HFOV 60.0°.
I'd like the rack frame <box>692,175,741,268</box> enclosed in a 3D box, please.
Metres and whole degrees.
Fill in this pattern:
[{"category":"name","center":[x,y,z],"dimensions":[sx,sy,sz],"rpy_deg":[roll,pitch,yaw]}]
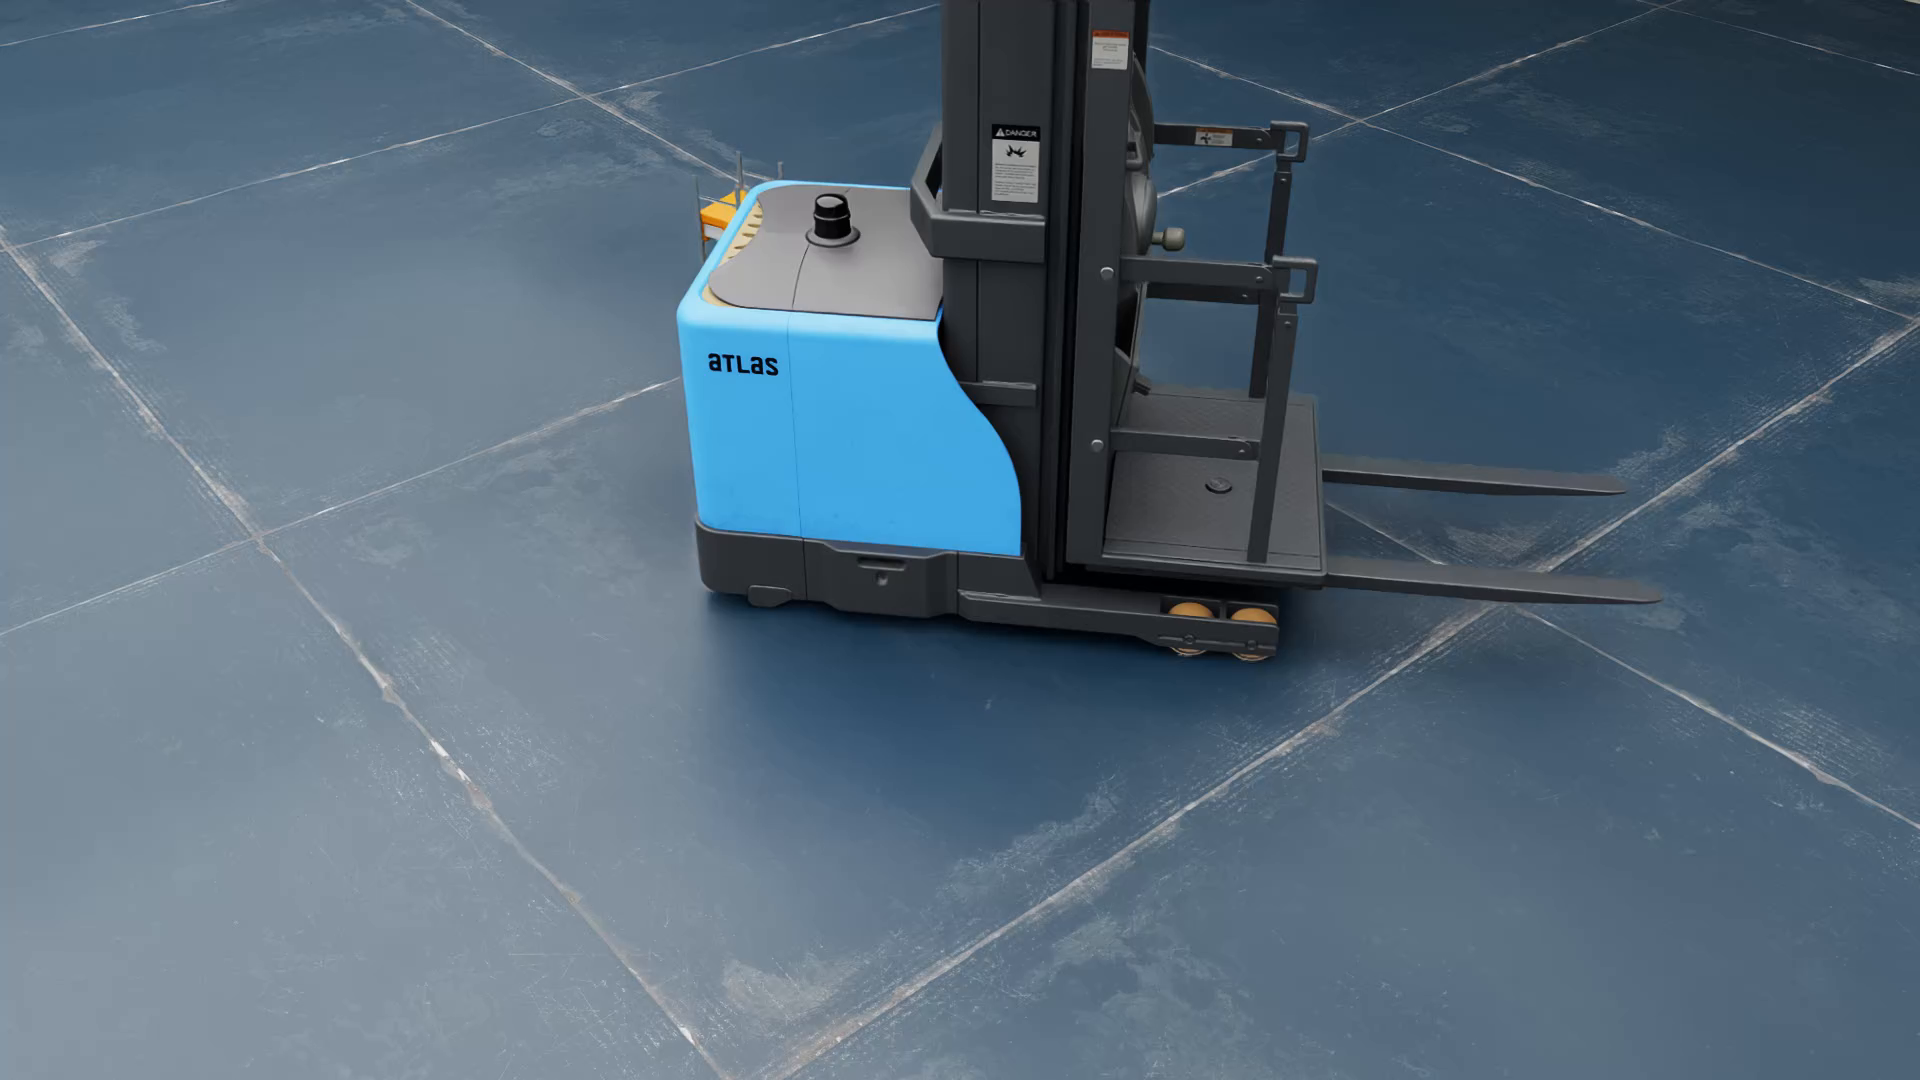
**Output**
[{"category":"rack frame","center":[-0.831,-0.792,5.960],"dimensions":[0.200,1.050,0.008],"rpy_deg":[20,40,25]}]

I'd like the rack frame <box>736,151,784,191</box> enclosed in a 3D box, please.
[{"category":"rack frame","center":[-0.703,-0.912,6.130],"dimensions":[0.200,1.050,0.008],"rpy_deg":[20,40,25]}]

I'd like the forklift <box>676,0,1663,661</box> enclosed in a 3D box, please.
[{"category":"forklift","center":[0.708,-1.147,4.833],"dimensions":[3.031,2.935,1.130],"rpy_deg":[5,36,7]}]

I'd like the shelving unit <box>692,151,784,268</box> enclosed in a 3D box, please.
[{"category":"shelving unit","center":[-0.767,-0.852,6.045],"dimensions":[0.215,1.050,0.252],"rpy_deg":[20,40,25]}]

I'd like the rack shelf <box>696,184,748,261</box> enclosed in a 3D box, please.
[{"category":"rack shelf","center":[-0.767,-1.075,5.887],"dimensions":[0.215,0.259,0.240],"rpy_deg":[20,40,25]}]
